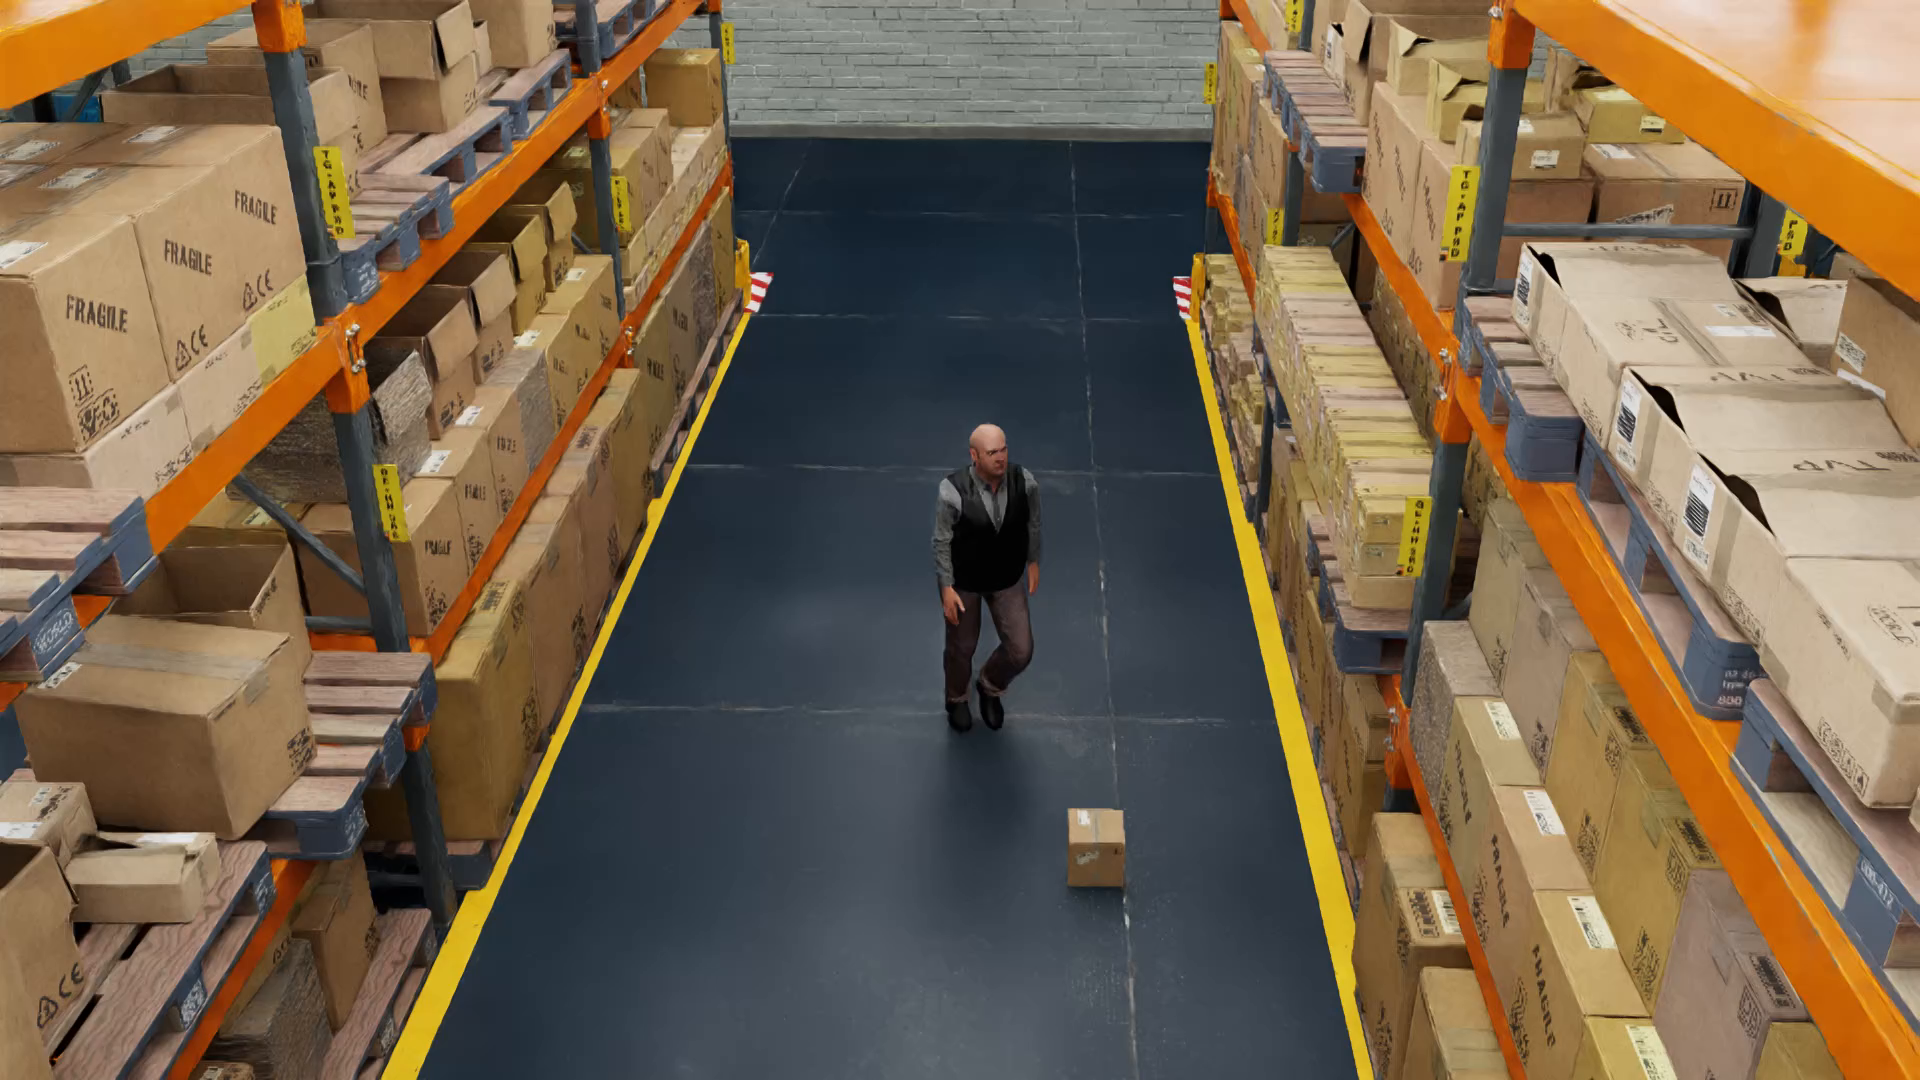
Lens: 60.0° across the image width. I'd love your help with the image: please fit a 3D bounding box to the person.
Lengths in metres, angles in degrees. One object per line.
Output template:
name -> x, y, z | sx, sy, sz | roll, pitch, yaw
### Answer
person -> 0.138, 0.205, 8.266 | 0.586, 1.733, 0.487 | -9, 29, -16
